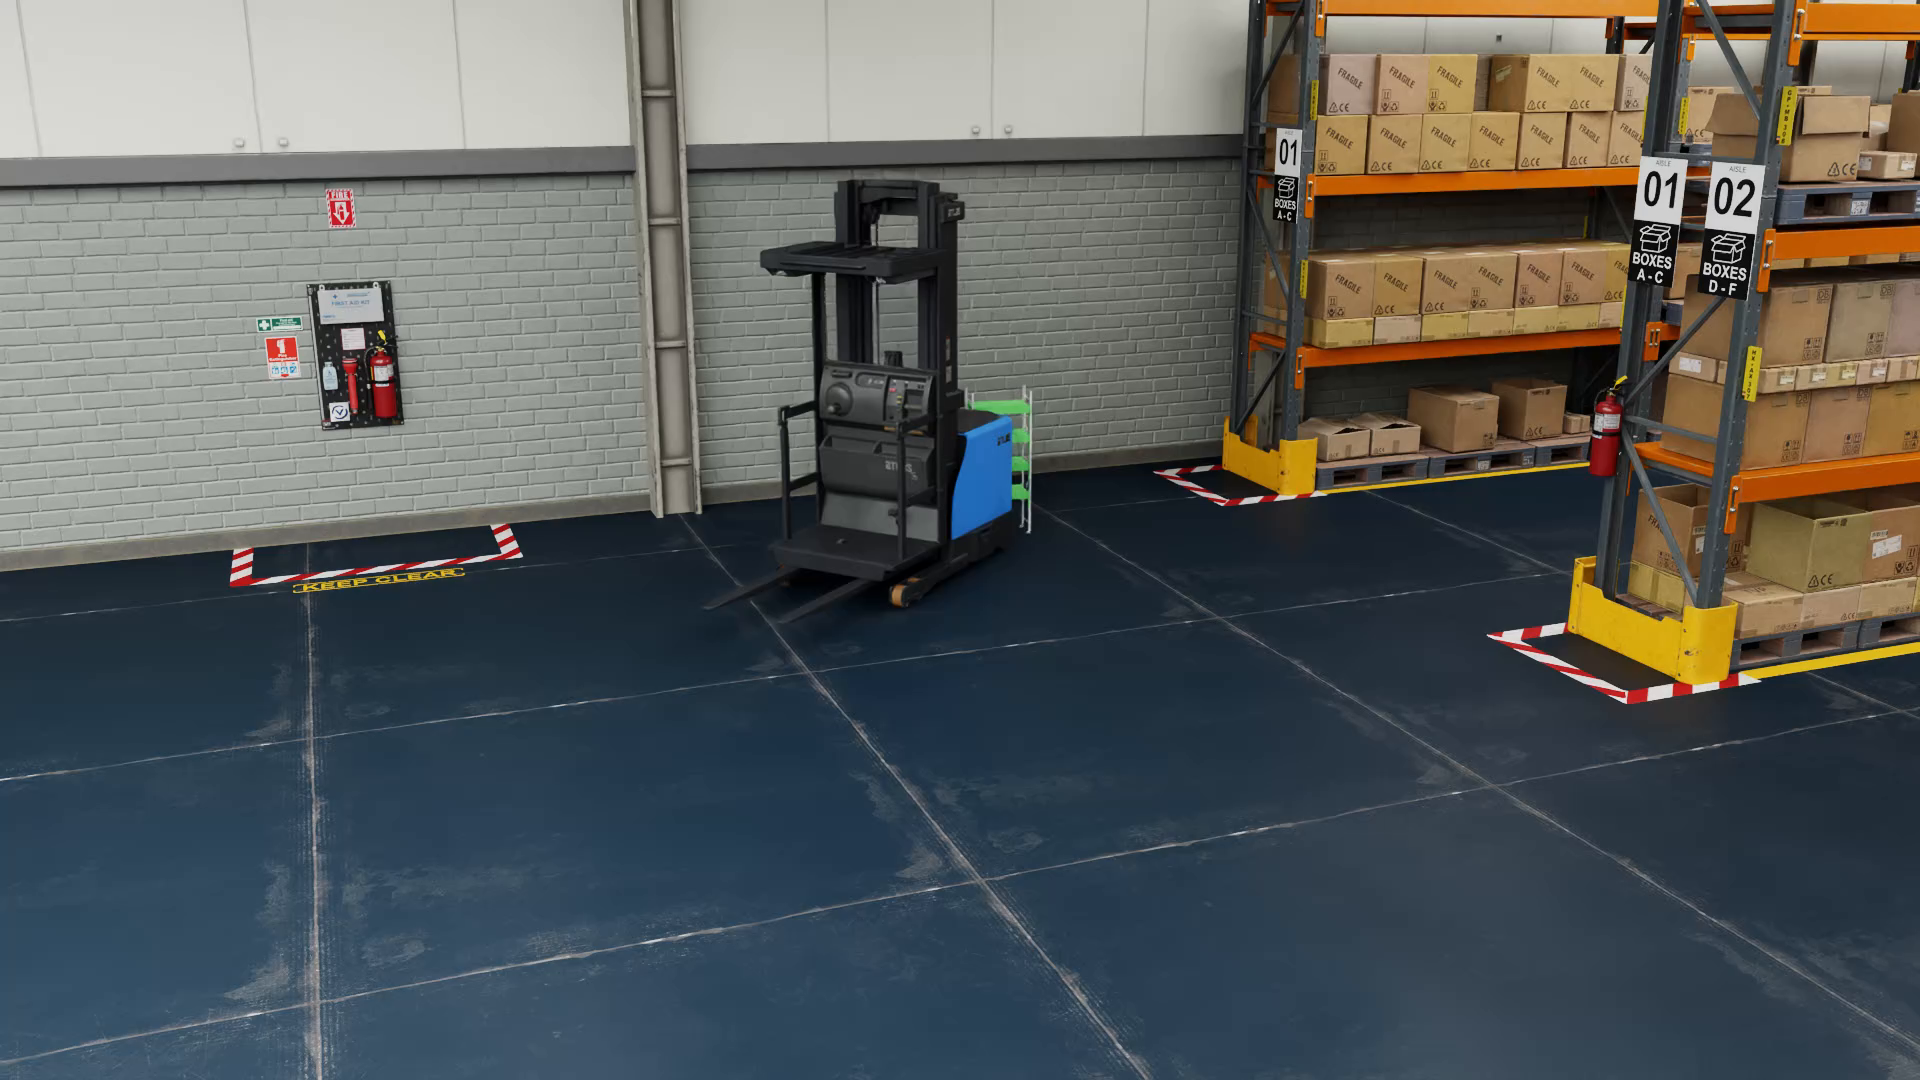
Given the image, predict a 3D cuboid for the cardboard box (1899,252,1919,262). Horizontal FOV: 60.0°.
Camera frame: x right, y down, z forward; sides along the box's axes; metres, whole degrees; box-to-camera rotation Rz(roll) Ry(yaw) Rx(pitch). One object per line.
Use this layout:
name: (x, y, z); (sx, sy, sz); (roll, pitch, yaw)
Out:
cardboard box: (9.829, -3.012, 17.572); (0.500, 0.500, 0.700); (-8, 18, -27)

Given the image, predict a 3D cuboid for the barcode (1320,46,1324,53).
barcode: (3.278, -4.454, 15.102); (0.075, 0.075, 0.001); (-6, 17, -20)

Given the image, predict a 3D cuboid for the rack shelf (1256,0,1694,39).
rack shelf: (4.661, -4.729, 15.015); (4.000, 0.370, 1.077); (-6, 17, -20)

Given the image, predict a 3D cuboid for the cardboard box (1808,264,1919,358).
cardboard box: (6.019, -1.518, 10.964); (0.500, 0.500, 0.700); (-6, 17, -20)

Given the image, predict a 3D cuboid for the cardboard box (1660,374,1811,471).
cardboard box: (5.010, -0.785, 10.770); (0.500, 0.500, 0.700); (-6, 17, -20)

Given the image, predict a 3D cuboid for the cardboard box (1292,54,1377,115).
cardboard box: (3.240, -3.948, 14.406); (0.500, 0.500, 0.500); (-8, 18, -24)

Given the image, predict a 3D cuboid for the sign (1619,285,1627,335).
sign: (4.388, -1.507, 10.929); (0.005, 0.325, 0.100); (-6, 17, -20)

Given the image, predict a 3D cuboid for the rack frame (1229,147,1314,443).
rack frame: (2.794, -1.996, 15.072); (0.127, 3.000, 1.000); (-6, 17, -20)

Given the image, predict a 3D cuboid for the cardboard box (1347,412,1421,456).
cardboard box: (4.004, -1.021, 15.741); (0.500, 0.311, 0.500); (-5, 17, -15)

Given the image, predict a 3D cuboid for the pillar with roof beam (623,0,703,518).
pillar with roof beam: (-0.925, -3.435, 9.325); (0.400, 9.000, 9.100); (-6, 17, -20)

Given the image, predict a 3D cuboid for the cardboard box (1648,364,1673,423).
cardboard box: (7.210, -1.490, 17.003); (0.500, 0.500, 0.700); (-6, 17, -18)

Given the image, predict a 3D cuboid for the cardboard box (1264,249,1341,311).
cardboard box: (3.158, -2.397, 15.337); (0.500, 0.500, 0.500); (-6, 18, -21)

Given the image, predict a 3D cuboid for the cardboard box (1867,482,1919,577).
cardboard box: (6.552, -0.081, 11.355); (0.500, 0.500, 0.500); (-6, 17, -20)

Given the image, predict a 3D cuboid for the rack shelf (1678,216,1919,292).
rack shelf: (6.437, -1.989, 11.000); (4.000, 0.370, 1.077); (-6, 17, -20)

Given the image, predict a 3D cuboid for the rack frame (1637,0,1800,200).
rack frame: (4.570, -3.572, 9.790); (0.127, 3.000, 1.000); (-6, 17, -20)

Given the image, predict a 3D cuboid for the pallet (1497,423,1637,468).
pallet: (5.914, -0.984, 16.576); (1.213, 0.211, 1.003); (-6, 17, -20)

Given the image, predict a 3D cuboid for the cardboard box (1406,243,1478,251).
cardboard box: (4.583, -2.549, 15.855); (0.500, 0.500, 0.500); (-6, 17, -19)

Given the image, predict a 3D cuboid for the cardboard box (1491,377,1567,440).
cardboard box: (5.574, -1.296, 16.343); (0.500, 0.500, 0.500); (-8, 18, -24)

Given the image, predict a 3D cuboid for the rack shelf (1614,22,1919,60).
rack shelf: (8.396, -4.942, 16.444); (4.000, 0.370, 1.077); (-6, 17, -20)

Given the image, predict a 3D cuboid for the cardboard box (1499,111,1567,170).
cardboard box: (5.165, -3.667, 15.224); (0.500, 0.500, 0.500); (-7, 18, -22)

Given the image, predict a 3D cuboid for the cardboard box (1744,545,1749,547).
cardboard box: (5.894, 0.188, 11.768); (0.500, 0.250, 0.500); (-6, 17, -20)

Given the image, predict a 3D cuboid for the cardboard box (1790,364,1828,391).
cardboard box: (5.259, -1.063, 10.564); (0.250, 0.149, 0.380); (-7, 18, -22)

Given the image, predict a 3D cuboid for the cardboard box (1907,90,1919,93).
cardboard box: (6.722, -2.721, 11.040); (0.637, 0.503, 0.797); (-4, 17, -14)

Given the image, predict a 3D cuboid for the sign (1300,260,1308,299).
sign: (2.988, -2.269, 14.464); (0.005, 0.325, 0.100); (-6, 17, -20)

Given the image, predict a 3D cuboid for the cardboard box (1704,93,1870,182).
cardboard box: (5.108, -2.507, 10.312); (0.637, 0.503, 0.797); (-5, 17, -16)

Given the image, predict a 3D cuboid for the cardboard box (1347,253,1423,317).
cardboard box: (3.812, -2.310, 15.040); (0.500, 0.500, 0.500); (-6, 17, -20)

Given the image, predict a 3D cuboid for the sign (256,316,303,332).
sign: (-5.332, -1.691, 13.030); (0.331, 0.109, 0.001); (-6, 17, -20)

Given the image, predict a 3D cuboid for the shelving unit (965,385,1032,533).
shelving unit: (0.313, -0.651, 13.686); (0.503, 1.200, 0.258); (-4, 17, -12)

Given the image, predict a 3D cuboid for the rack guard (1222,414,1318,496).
rack guard: (2.865, -0.804, 15.450); (0.348, 0.500, 1.175); (-6, 17, -20)

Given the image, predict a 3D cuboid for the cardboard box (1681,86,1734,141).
cardboard box: (7.068, -4.122, 16.065); (0.500, 0.500, 0.500); (-4, 17, -12)

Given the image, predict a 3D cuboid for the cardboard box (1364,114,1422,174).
cardboard box: (3.710, -3.506, 14.676); (0.500, 0.500, 0.500); (-5, 17, -16)

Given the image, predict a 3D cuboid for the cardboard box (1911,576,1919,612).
cardboard box: (6.551, 0.278, 11.462); (0.500, 0.250, 0.500); (-6, 17, -20)

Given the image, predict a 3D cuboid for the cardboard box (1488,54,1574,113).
cardboard box: (5.166, -4.141, 15.064); (0.500, 0.500, 0.500); (-7, 18, -22)

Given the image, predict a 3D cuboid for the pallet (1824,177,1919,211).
pallet: (6.380, -2.278, 10.867); (1.213, 0.211, 1.003); (-6, 17, -20)

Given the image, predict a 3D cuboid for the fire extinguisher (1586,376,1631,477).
fire extinguisher: (4.293, -0.766, 11.021); (0.183, 0.674, 0.296); (-6, 17, -20)

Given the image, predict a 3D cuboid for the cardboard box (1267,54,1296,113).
cardboard box: (3.103, -4.085, 14.874); (0.500, 0.500, 0.500); (-5, 17, -18)

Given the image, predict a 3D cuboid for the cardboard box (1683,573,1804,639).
cardboard box: (5.150, 0.429, 10.948); (0.500, 0.250, 0.500); (-6, 17, -20)

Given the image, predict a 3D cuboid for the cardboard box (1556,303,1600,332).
cardboard box: (5.727, -2.161, 15.866); (0.500, 0.250, 0.500); (-6, 17, -20)

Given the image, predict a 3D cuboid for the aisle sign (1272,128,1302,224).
aisle sign: (2.834, -3.157, 14.412); (0.004, 0.787, 0.394); (-6, 17, -20)

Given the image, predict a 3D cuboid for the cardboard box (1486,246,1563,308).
cardboard box: (5.260, -2.468, 15.579); (0.500, 0.500, 0.500); (-7, 18, -22)

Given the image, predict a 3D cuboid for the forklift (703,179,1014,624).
forklift: (-0.720, -1.066, 12.026); (1.130, 2.935, 3.031); (9, 19, 27)

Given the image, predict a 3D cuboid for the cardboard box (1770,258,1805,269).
cardboard box: (8.144, -2.830, 16.953); (0.500, 0.500, 0.700); (-4, 17, -12)

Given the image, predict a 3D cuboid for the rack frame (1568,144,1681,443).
rack frame: (6.529, -2.399, 16.445); (0.127, 3.000, 1.000); (-6, 17, -20)

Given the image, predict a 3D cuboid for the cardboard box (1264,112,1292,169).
cardboard box: (3.093, -3.602, 15.003); (0.500, 0.500, 0.500); (-5, 17, -16)

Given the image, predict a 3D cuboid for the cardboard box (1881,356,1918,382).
cardboard box: (5.977, -1.140, 10.827); (0.250, 0.149, 0.380); (-7, 18, -22)

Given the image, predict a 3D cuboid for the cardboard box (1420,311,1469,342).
cardboard box: (4.321, -2.005, 15.334); (0.500, 0.250, 0.500); (-6, 18, -21)

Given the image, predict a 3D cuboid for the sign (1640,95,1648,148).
sign: (4.388, -2.663, 10.590); (0.005, 0.325, 0.100); (-6, 17, -20)

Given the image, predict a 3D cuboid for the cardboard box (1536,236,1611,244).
cardboard box: (6.015, -2.704, 16.384); (0.500, 0.500, 0.500); (-7, 18, -21)

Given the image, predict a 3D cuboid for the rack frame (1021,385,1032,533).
rack frame: (0.551, -0.666, 13.738); (0.015, 1.200, 0.240); (-4, 17, -12)

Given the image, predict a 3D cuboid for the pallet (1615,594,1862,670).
pallet: (5.269, 0.557, 11.328); (1.213, 0.211, 1.003); (-6, 17, -20)

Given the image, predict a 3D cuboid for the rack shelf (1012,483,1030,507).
rack shelf: (0.313, -0.359, 13.771); (0.480, 0.148, 0.258); (-4, 17, -12)
